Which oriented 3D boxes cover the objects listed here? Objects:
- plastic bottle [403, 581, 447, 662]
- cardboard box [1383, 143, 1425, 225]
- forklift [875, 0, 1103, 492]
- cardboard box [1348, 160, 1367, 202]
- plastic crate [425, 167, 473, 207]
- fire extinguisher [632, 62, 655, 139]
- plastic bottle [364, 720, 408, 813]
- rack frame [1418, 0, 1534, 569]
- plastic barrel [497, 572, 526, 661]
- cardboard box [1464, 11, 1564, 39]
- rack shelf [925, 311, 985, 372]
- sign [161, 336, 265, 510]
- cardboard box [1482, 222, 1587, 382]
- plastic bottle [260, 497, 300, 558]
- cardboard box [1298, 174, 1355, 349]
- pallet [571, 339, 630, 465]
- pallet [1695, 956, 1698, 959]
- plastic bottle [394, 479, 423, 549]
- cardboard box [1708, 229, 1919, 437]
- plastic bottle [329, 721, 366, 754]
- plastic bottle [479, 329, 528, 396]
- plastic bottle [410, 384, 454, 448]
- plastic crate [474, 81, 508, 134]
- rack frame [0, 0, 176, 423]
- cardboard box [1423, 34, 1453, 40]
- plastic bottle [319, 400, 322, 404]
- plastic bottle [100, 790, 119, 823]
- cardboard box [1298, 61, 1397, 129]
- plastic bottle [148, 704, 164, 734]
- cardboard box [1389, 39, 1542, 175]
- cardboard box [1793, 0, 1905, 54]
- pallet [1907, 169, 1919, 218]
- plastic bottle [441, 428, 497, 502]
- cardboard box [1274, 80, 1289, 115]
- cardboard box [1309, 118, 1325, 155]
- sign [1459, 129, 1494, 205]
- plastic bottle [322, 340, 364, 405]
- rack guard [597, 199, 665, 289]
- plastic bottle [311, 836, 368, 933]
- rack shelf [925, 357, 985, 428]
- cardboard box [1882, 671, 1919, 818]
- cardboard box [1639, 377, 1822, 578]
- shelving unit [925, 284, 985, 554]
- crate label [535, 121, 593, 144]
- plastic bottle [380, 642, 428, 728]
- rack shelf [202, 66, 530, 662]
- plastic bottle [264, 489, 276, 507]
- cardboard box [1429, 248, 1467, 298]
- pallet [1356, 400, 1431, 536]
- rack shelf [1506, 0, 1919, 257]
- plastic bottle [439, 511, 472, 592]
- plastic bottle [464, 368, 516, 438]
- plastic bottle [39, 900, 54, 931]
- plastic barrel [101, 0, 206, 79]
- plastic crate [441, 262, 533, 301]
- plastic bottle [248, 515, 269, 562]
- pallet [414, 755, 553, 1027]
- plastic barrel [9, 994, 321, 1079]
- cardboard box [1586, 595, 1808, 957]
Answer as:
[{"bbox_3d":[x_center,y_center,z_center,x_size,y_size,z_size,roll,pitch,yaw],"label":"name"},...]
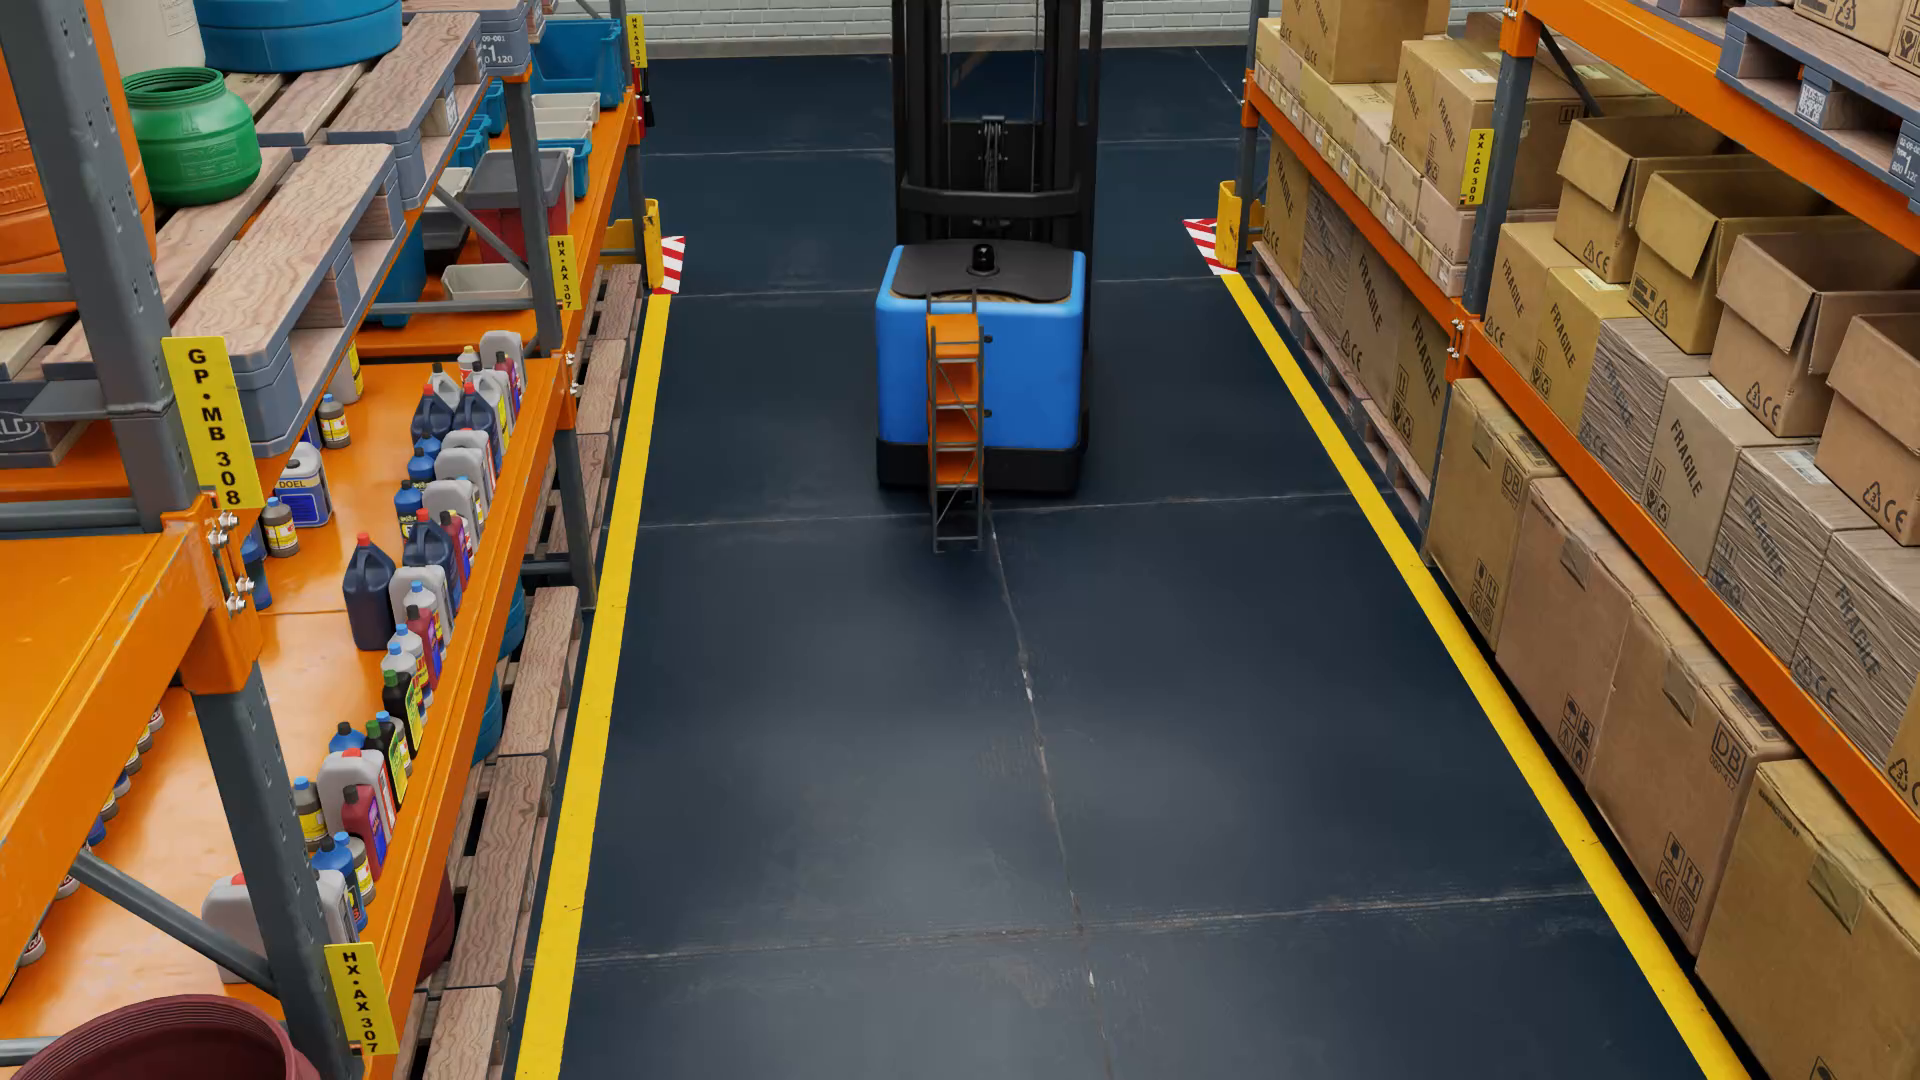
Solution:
[{"bbox_3d":[-1.625,0.246,5.038,0.097,0.271,0.097,0,31,0],"label":"plastic bottle"},{"bbox_3d":[2.389,-1.742,8.098,0.500,0.250,0.500,-2,31,-3],"label":"cardboard box"},{"bbox_3d":[0.214,-2.236,9.135,1.130,2.935,3.031,3,31,4],"label":"forklift"},{"bbox_3d":[2.267,-1.890,8.734,0.380,0.149,0.250,-3,31,-5],"label":"cardboard box"},{"bbox_3d":[-2.651,-1.752,8.456,0.293,0.136,0.466,-3,31,-5],"label":"plastic crate"},{"bbox_3d":[-2.124,-2.912,10.640,0.296,0.674,0.183,-3,31,-5],"label":"fire extinguisher"},{"bbox_3d":[-1.544,0.584,4.460,0.061,0.283,0.133,-3,31,-5],"label":"plastic bottle"},{"bbox_3d":[2.742,-1.202,7.337,1.000,3.000,0.127,-3,31,-5],"label":"rack frame"},{"bbox_3d":[-2.155,0.034,6.904,0.600,0.901,0.708,-3,31,-5],"label":"plastic barrel"},{"bbox_3d":[2.861,-2.361,8.403,0.500,0.500,0.500,-4,31,-6],"label":"cardboard box"},{"bbox_3d":[-0.026,-0.916,7.847,0.258,0.148,0.480,-2,31,-3],"label":"rack shelf"},{"bbox_3d":[-1.268,-0.195,2.829,0.100,0.325,0.005,-3,31,-5],"label":"sign"},{"bbox_3d":[2.536,-0.998,6.898,0.500,0.500,0.500,-3,31,-4],"label":"cardboard box"},{"bbox_3d":[-2.294,-0.049,5.601,0.097,0.201,0.097,0,31,0],"label":"plastic bottle"},{"bbox_3d":[2.593,-1.725,9.875,0.875,0.875,0.875,-3,31,-5],"label":"cardboard box"},{"bbox_3d":[-2.413,-0.765,9.326,1.003,0.211,1.213,-3,31,-5],"label":"pallet"},{"bbox_3d":[3.117,1.631,5.313,1.003,0.211,1.213,-3,31,-5],"label":"pallet"},{"bbox_3d":[-1.837,-0.077,5.579,0.097,0.271,0.097,0,31,0],"label":"plastic bottle"},{"bbox_3d":[2.936,-0.682,5.391,0.797,0.503,0.637,-2,31,-3],"label":"cardboard box"},{"bbox_3d":[-1.621,0.603,4.442,0.097,0.271,0.097,0,31,0],"label":"plastic bottle"},{"bbox_3d":[-1.830,-0.726,6.661,0.152,0.276,0.135,-3,31,-5],"label":"plastic bottle"},{"bbox_3d":[-1.904,-0.389,6.024,0.144,0.351,0.185,-3,31,-5],"label":"plastic bottle"},{"bbox_3d":[-2.806,-2.483,9.586,0.416,0.233,0.300,-3,31,-5],"label":"plastic crate"},{"bbox_3d":[-1.815,-1.498,1.983,1.000,3.000,0.127,-3,31,-5],"label":"rack frame"},{"bbox_3d":[2.725,-2.814,9.892,0.500,0.250,0.500,-3,31,-5],"label":"cardboard box"},{"bbox_3d":[-2.567,-0.639,6.508,0.061,0.283,0.133,-3,31,-5],"label":"plastic bottle"},{"bbox_3d":[-2.319,0.650,4.430,0.097,0.201,0.097,0,31,0],"label":"plastic bottle"},{"bbox_3d":[2.243,-2.528,9.413,0.500,0.250,0.500,-4,31,-6],"label":"cardboard box"},{"bbox_3d":[-2.356,0.451,4.763,0.097,0.201,0.097,0,31,0],"label":"plastic bottle"},{"bbox_3d":[2.390,-2.065,7.907,0.500,0.500,0.500,-2,31,-4],"label":"cardboard box"},{"bbox_3d":[2.904,-1.714,4.759,0.797,0.503,0.637,-3,31,-5],"label":"cardboard box"},{"bbox_3d":[3.003,-0.693,3.743,1.213,0.211,1.003,-1,31,-2],"label":"pallet"},{"bbox_3d":[-1.749,-0.282,5.917,0.152,0.276,0.135,-3,31,-5],"label":"plastic bottle"},{"bbox_3d":[2.123,-2.678,10.053,0.380,0.149,0.250,-3,31,-6],"label":"cardboard box"},{"bbox_3d":[2.196,-2.283,9.392,0.380,0.149,0.250,-3,31,-5],"label":"cardboard box"},{"bbox_3d":[2.190,-1.580,7.049,0.100,0.325,0.005,-3,31,-5],"label":"sign"},{"bbox_3d":[-2.475,-0.728,6.591,0.144,0.351,0.185,-3,31,-5],"label":"plastic bottle"},{"bbox_3d":[-2.578,-1.945,11.019,1.175,0.500,0.348,-3,31,-5],"label":"rack guard"},{"bbox_3d":[-1.517,0.836,4.051,0.097,0.271,0.097,0,31,0],"label":"plastic bottle"},{"bbox_3d":[-0.026,-0.713,7.968,0.258,0.148,0.480,-2,31,-3],"label":"rack shelf"},{"bbox_3d":[2.823,0.557,4.294,0.500,0.500,0.500,-2,31,-3],"label":"cardboard box"},{"bbox_3d":[2.684,-0.222,5.600,0.500,0.500,0.500,-2,31,-4],"label":"cardboard box"},{"bbox_3d":[-0.026,-0.579,8.049,0.258,1.200,0.503,-2,31,-3],"label":"shelving unit"},{"bbox_3d":[-2.243,-2.222,9.244,0.396,0.136,0.243,-3,31,-5],"label":"crate label"},{"bbox_3d":[-1.595,0.414,4.758,0.097,0.271,0.097,0,31,0],"label":"plastic bottle"},{"bbox_3d":[-2.002,-0.923,4.646,1.077,0.370,4.000,-3,31,-5],"label":"rack shelf"},{"bbox_3d":[-2.439,-0.184,5.754,0.152,0.276,0.135,-3,31,-5],"label":"plastic bottle"},{"bbox_3d":[2.388,-1.234,7.636,0.380,0.149,0.250,-3,31,-4],"label":"cardboard box"},{"bbox_3d":[2.749,-0.397,8.709,1.003,0.211,1.213,-3,31,-5],"label":"pallet"},{"bbox_3d":[2.929,-1.160,5.043,1.077,0.370,4.000,-3,31,-5],"label":"rack shelf"},{"bbox_3d":[-1.648,0.018,5.408,0.061,0.283,0.133,-3,31,-5],"label":"plastic bottle"},{"bbox_3d":[-1.796,-0.539,6.348,0.152,0.276,0.135,-3,31,-5],"label":"plastic bottle"},{"bbox_3d":[-2.299,0.824,4.060,0.061,0.283,0.133,-3,31,-5],"label":"plastic bottle"},{"bbox_3d":[-2.131,-1.347,4.112,0.433,0.535,0.433,0,31,0],"label":"plastic barrel"},{"bbox_3d":[-2.090,-1.122,7.401,0.396,0.136,0.243,-3,31,-5],"label":"plastic crate"},{"bbox_3d":[-2.417,-0.066,5.556,0.152,0.276,0.135,-3,31,-5],"label":"plastic bottle"},{"bbox_3d":[-2.041,1.253,5.947,1.003,0.211,1.213,-3,31,-5],"label":"pallet"},{"bbox_3d":[-1.470,1.242,3.114,0.600,0.536,0.708,-3,31,-5],"label":"plastic barrel"},{"bbox_3d":[2.997,0.763,5.709,1.225,0.875,0.875,-3,31,-4],"label":"cardboard box"}]
